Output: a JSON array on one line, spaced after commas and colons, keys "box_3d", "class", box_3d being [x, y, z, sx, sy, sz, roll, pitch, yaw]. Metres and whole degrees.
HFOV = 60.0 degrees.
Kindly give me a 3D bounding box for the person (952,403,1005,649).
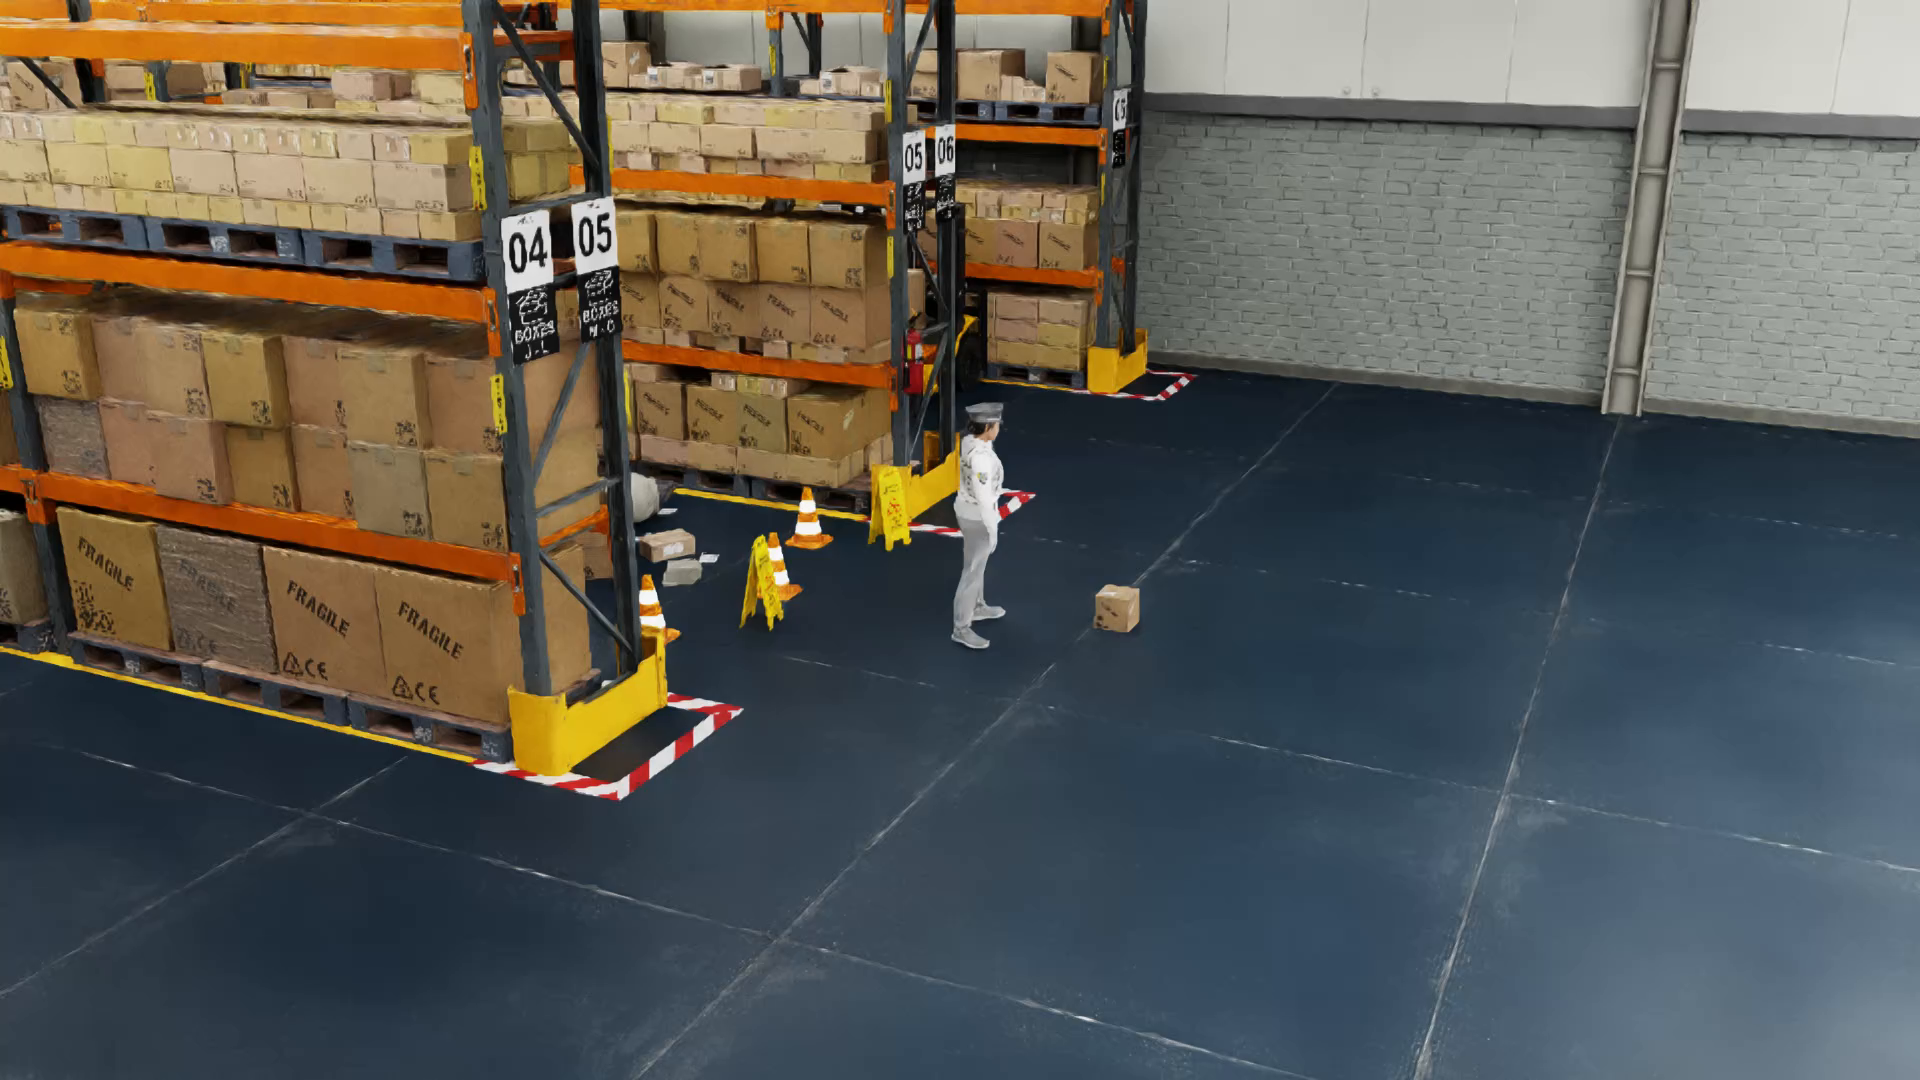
[{"box_3d": [0.145, -0.140, 11.402, 0.462, 1.667, 0.631, -4, 20, -11], "class": "person"}]
